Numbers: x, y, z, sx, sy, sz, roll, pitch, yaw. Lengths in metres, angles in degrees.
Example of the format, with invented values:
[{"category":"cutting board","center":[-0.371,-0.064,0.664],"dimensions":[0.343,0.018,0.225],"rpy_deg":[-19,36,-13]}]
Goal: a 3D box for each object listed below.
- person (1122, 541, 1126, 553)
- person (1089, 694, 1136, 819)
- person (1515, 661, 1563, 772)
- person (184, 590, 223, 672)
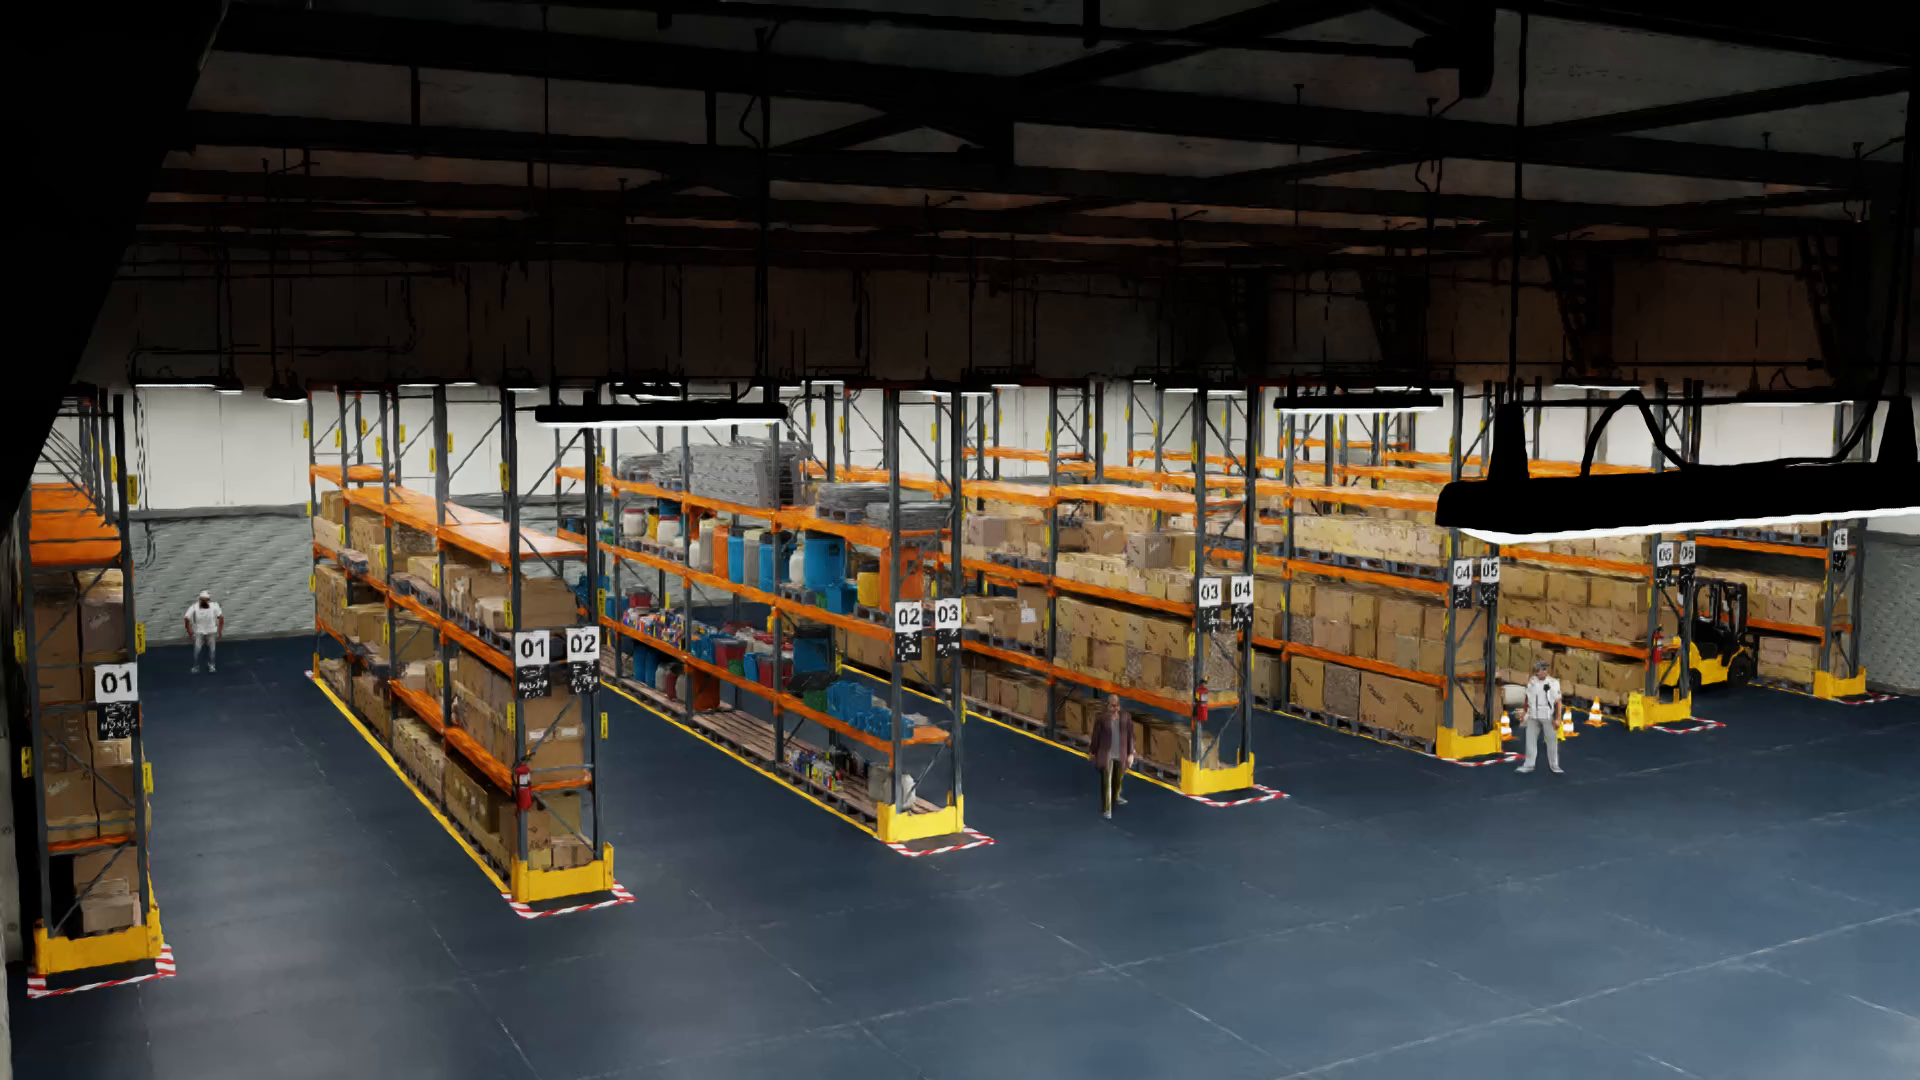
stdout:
[{"category":"person","center":[4.900,0.491,47.432],"dimensions":[0.530,1.587,0.463],"rpy_deg":[3,7,29]},{"category":"person","center":[2.142,2.996,23.365],"dimensions":[0.630,1.722,1.045],"rpy_deg":[-1,6,-9]},{"category":"person","center":[8.970,2.726,25.714],"dimensions":[0.677,1.741,0.632],"rpy_deg":[6,8,44]},{"category":"person","center":[-15.458,1.872,34.022],"dimensions":[0.719,1.714,0.578],"rpy_deg":[-4,7,-30]}]
